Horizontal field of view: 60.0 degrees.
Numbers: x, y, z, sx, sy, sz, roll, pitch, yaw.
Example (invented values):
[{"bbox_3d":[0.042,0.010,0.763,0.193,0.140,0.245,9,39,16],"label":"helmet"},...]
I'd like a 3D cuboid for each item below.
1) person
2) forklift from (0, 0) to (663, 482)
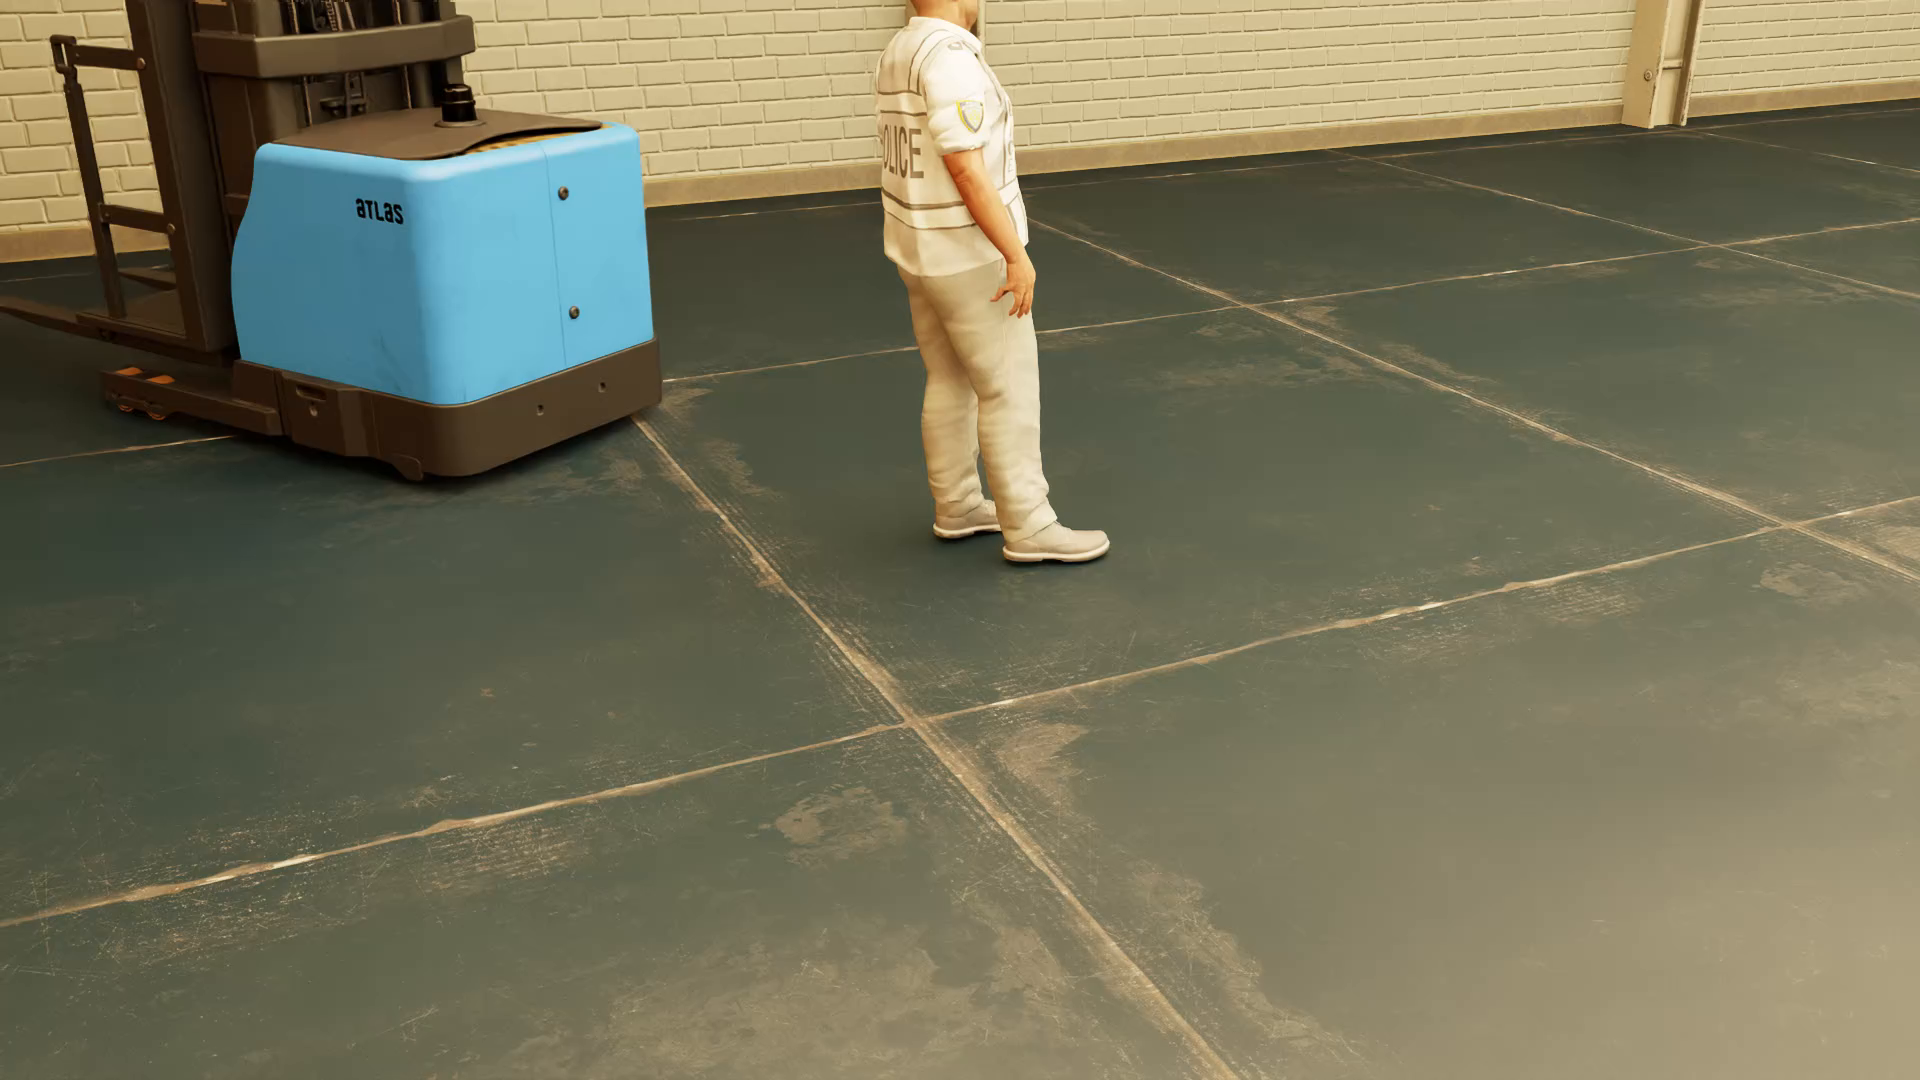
[{"bbox_3d":[0.075,-0.838,4.782,0.575,1.781,0.640,-10,25,-23],"label":"person"},{"bbox_3d":[-2.628,-1.953,5.989,3.031,2.935,1.130,13,26,29],"label":"forklift"}]
